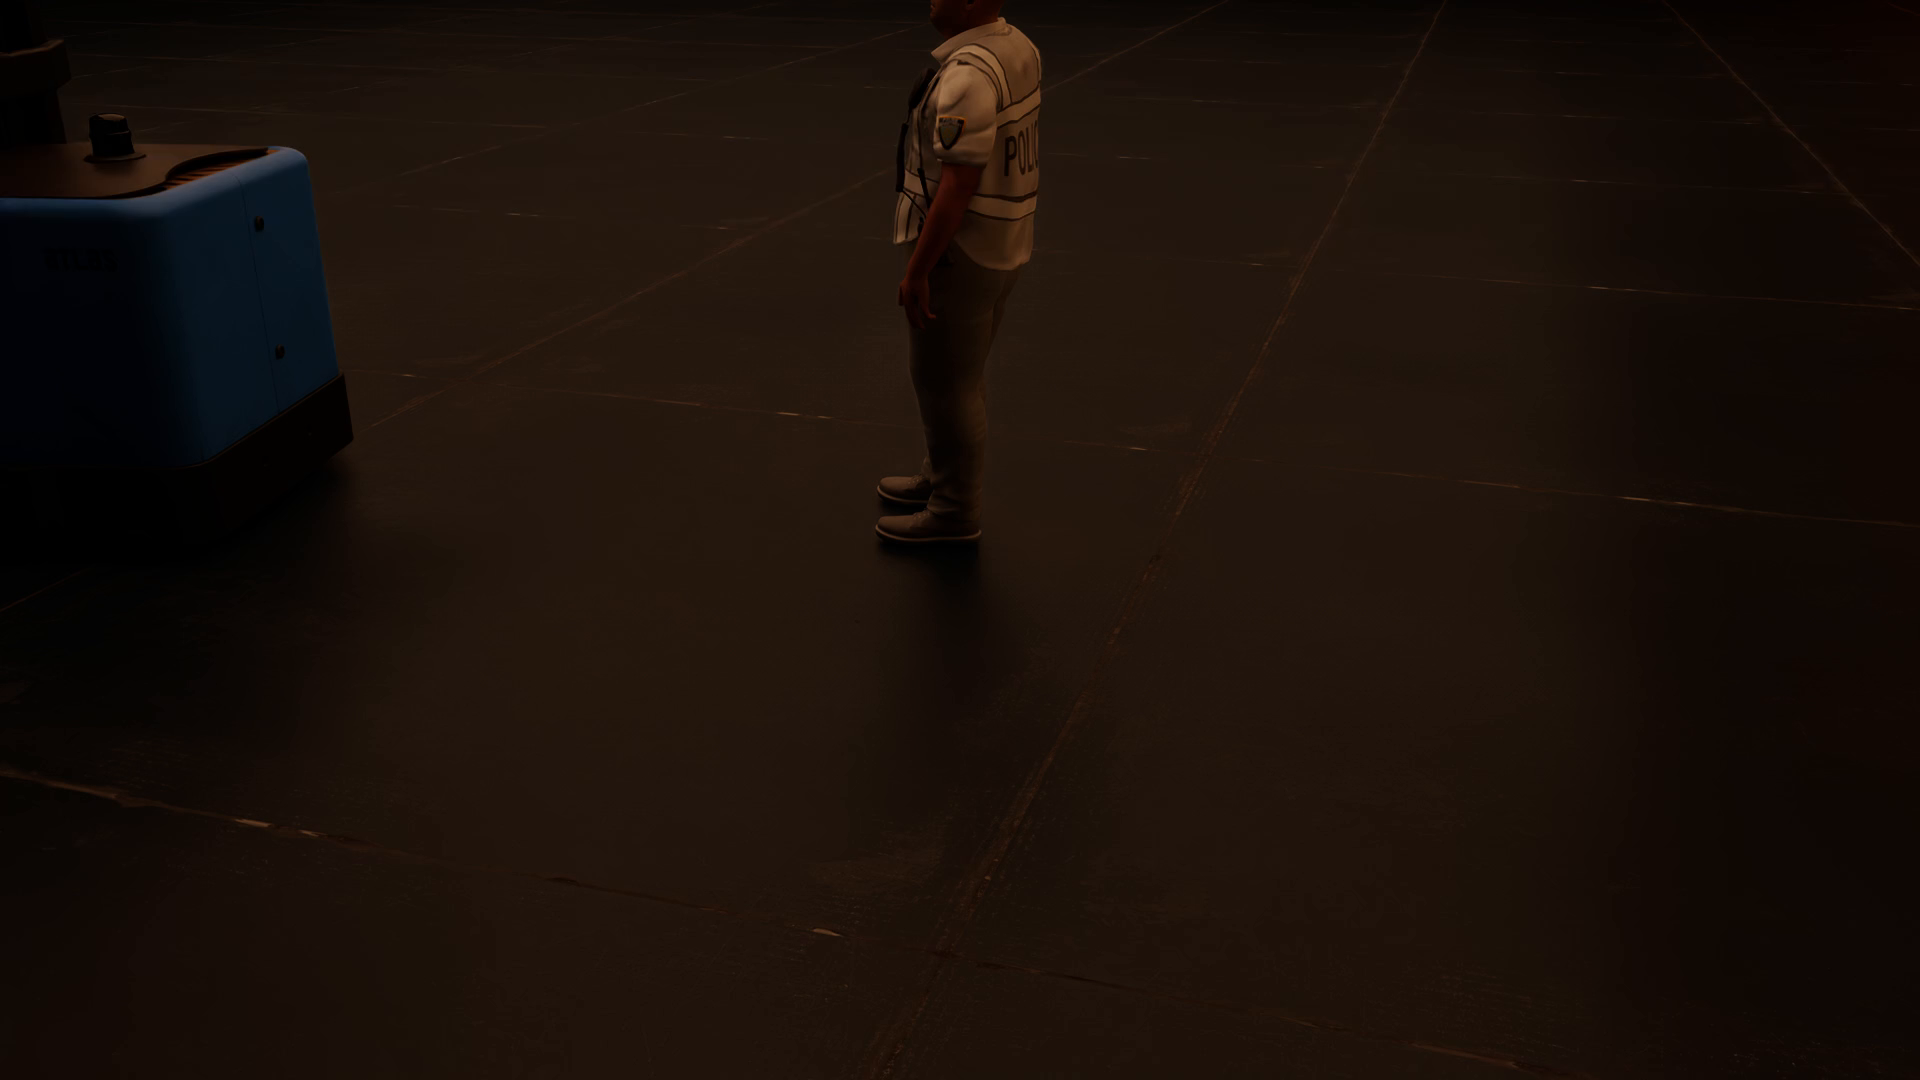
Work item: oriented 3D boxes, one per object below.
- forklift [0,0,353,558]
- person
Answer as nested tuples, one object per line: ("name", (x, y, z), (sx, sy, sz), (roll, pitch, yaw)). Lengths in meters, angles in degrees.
("forklift", (-3.654, -1.522, 4.966), (3.031, 2.935, 1.130), (2, 23, 5))
("person", (-0.071, -0.844, 4.809), (0.574, 1.781, 0.641), (7, 23, 16))
